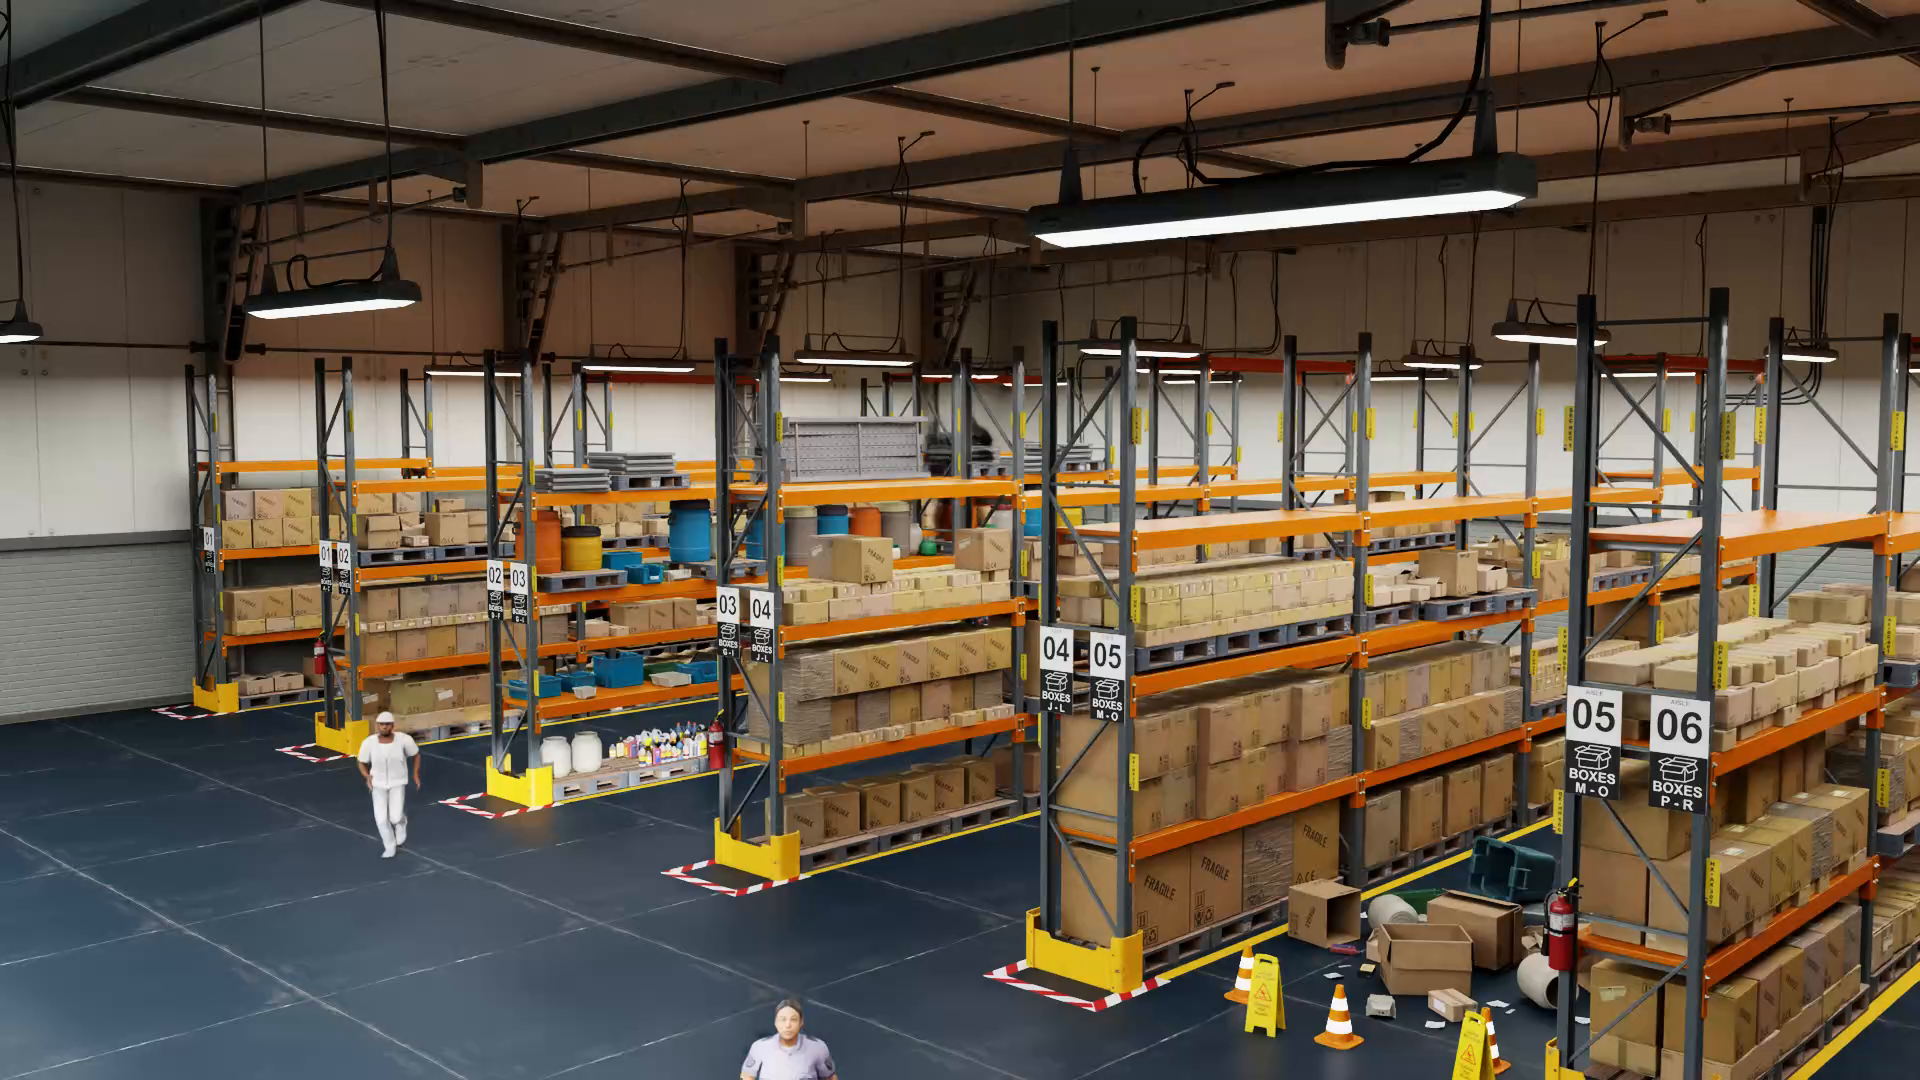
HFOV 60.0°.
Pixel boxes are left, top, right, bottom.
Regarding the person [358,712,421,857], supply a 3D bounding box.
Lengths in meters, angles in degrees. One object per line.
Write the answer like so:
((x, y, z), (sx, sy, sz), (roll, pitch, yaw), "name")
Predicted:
((-6.626, 2.834, 19.293), (0.689, 1.709, 0.624), (-1, 4, -13), "person")

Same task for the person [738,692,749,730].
((-3.252, 2.216, 27.181), (0.611, 1.682, 0.940), (4, 6, 41), "person")

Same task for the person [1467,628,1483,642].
((8.472, 2.258, 27.434), (0.632, 1.656, 0.572), (3, 5, 33), "person")

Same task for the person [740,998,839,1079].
((-1.046, 3.598, 10.180), (0.608, 1.599, 0.661), (0, 4, -2), "person")
